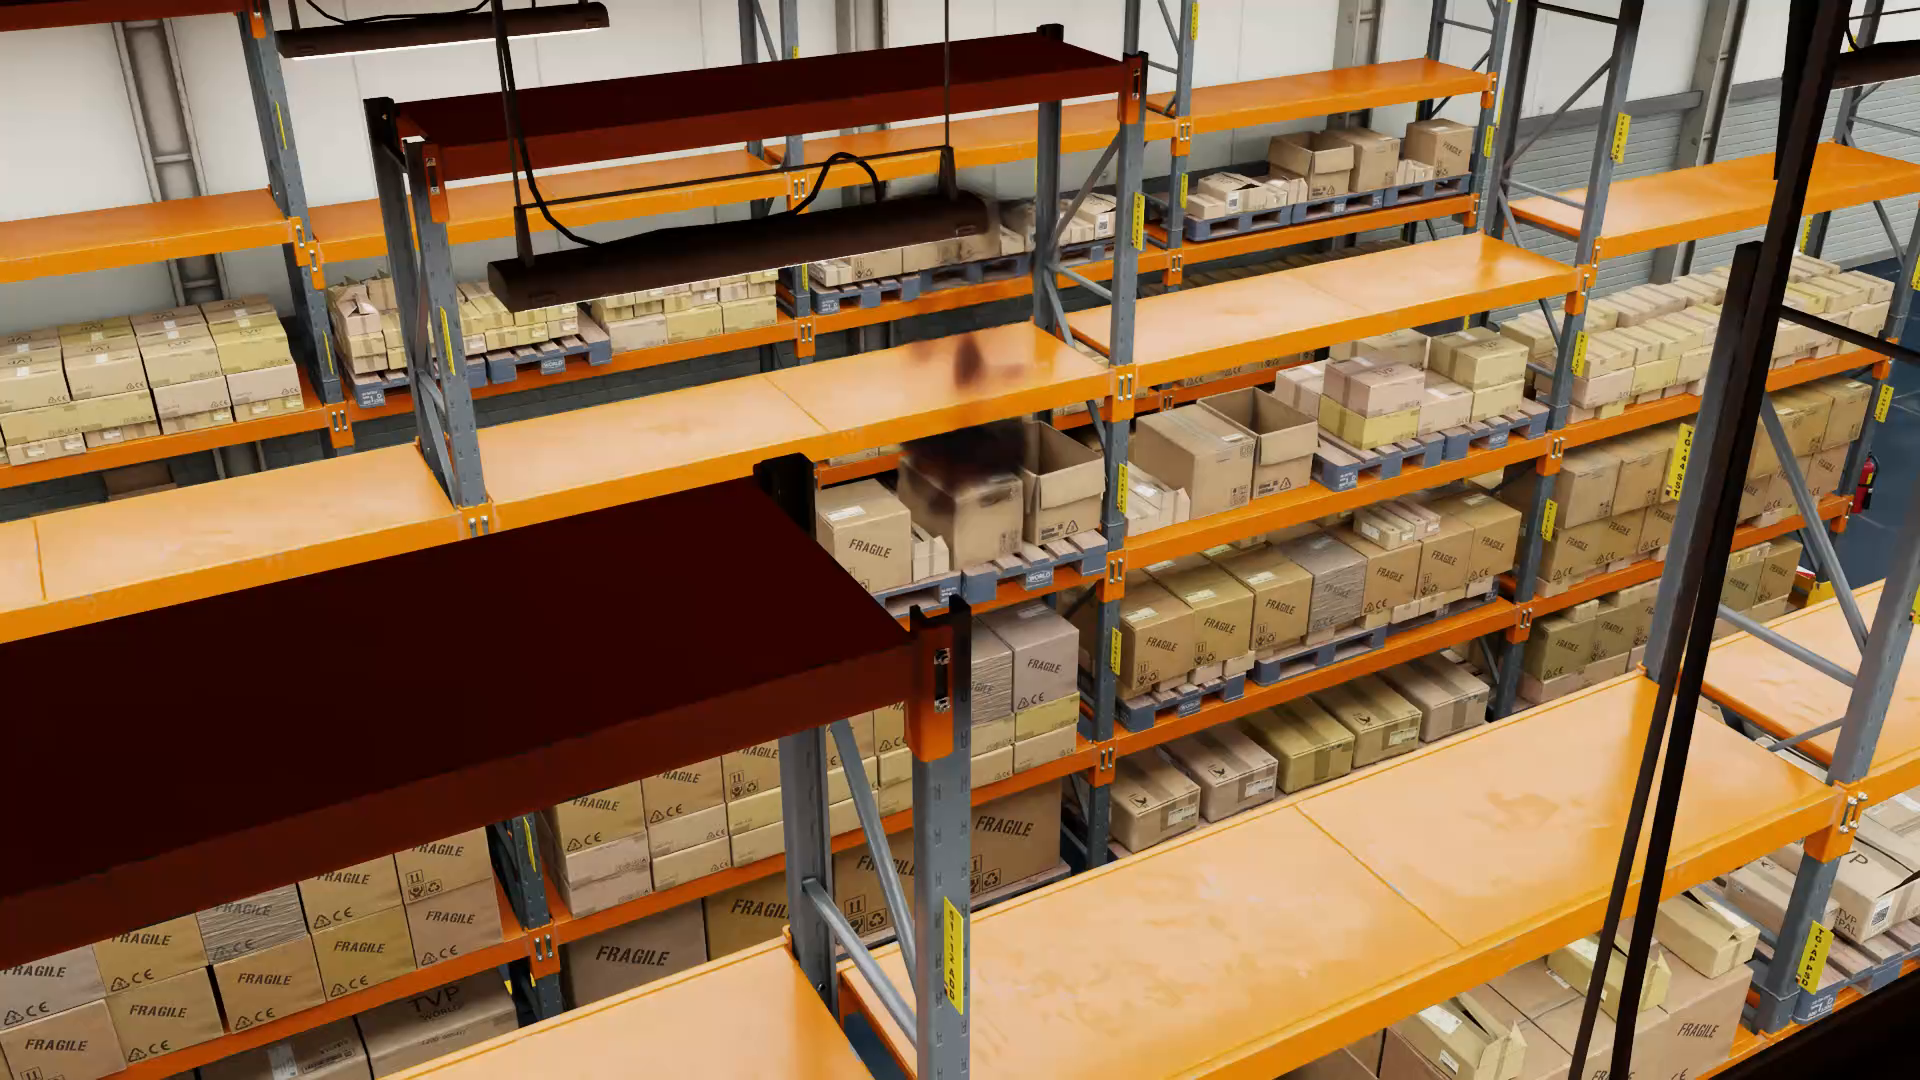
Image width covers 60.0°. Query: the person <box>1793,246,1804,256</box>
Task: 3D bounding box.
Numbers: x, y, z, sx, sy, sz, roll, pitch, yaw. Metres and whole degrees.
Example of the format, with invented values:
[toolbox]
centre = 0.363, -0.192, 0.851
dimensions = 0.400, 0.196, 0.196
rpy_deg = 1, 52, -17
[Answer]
[person]
centre = 9.912, -2.723, 20.352
dimensions = 0.788, 1.710, 0.652
rpy_deg = -19, 33, -31
